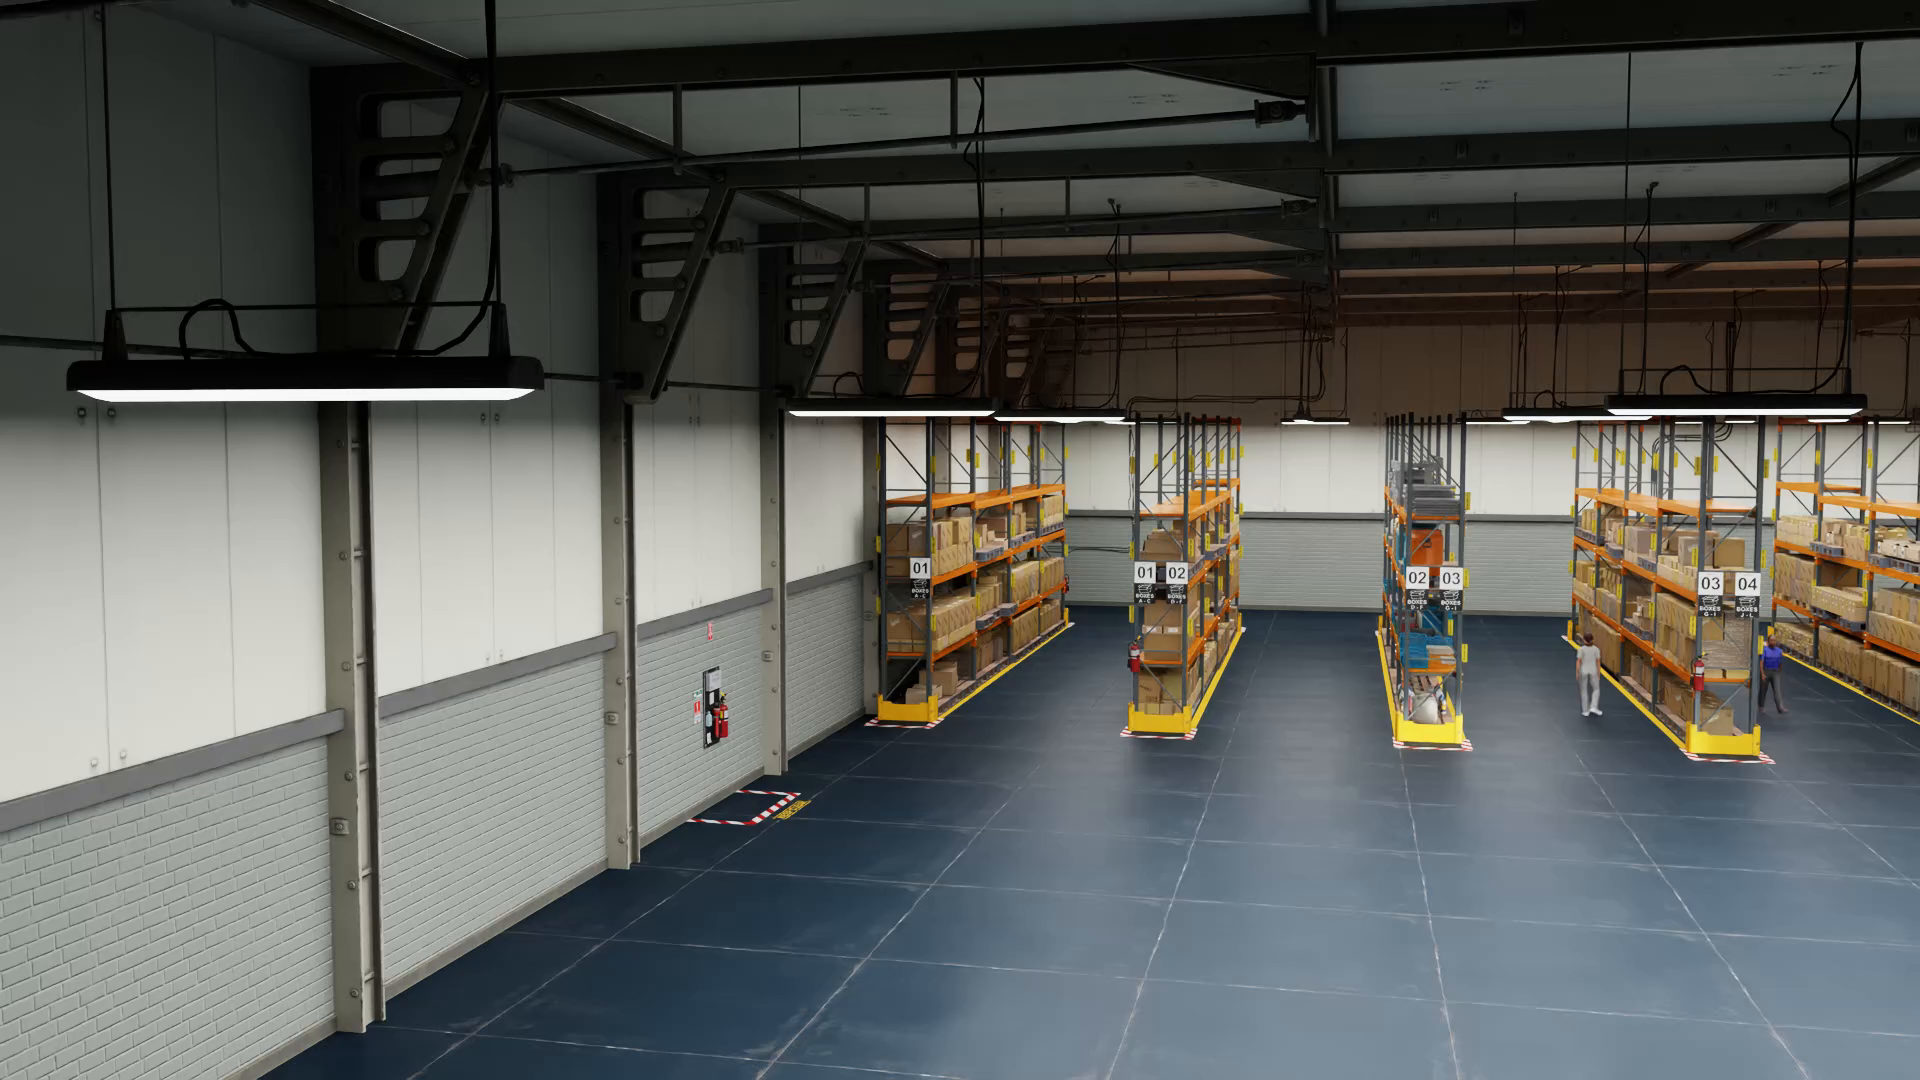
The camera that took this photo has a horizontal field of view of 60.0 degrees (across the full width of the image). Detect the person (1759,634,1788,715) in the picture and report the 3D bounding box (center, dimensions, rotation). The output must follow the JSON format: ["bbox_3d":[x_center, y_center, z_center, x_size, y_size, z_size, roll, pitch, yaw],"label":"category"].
[{"bbox_3d":[16.085,2.676,32.953,0.457,1.595,1.054,1,4,16],"label":"person"}]

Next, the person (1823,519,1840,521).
[{"bbox_3d":[23.847,1.587,35.873,4.375,3.466,11.565,0,4,-3],"label":"person"}]

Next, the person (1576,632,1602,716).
[{"bbox_3d":[12.470,2.670,32.956,0.494,1.658,0.534,1,4,12],"label":"person"}]
